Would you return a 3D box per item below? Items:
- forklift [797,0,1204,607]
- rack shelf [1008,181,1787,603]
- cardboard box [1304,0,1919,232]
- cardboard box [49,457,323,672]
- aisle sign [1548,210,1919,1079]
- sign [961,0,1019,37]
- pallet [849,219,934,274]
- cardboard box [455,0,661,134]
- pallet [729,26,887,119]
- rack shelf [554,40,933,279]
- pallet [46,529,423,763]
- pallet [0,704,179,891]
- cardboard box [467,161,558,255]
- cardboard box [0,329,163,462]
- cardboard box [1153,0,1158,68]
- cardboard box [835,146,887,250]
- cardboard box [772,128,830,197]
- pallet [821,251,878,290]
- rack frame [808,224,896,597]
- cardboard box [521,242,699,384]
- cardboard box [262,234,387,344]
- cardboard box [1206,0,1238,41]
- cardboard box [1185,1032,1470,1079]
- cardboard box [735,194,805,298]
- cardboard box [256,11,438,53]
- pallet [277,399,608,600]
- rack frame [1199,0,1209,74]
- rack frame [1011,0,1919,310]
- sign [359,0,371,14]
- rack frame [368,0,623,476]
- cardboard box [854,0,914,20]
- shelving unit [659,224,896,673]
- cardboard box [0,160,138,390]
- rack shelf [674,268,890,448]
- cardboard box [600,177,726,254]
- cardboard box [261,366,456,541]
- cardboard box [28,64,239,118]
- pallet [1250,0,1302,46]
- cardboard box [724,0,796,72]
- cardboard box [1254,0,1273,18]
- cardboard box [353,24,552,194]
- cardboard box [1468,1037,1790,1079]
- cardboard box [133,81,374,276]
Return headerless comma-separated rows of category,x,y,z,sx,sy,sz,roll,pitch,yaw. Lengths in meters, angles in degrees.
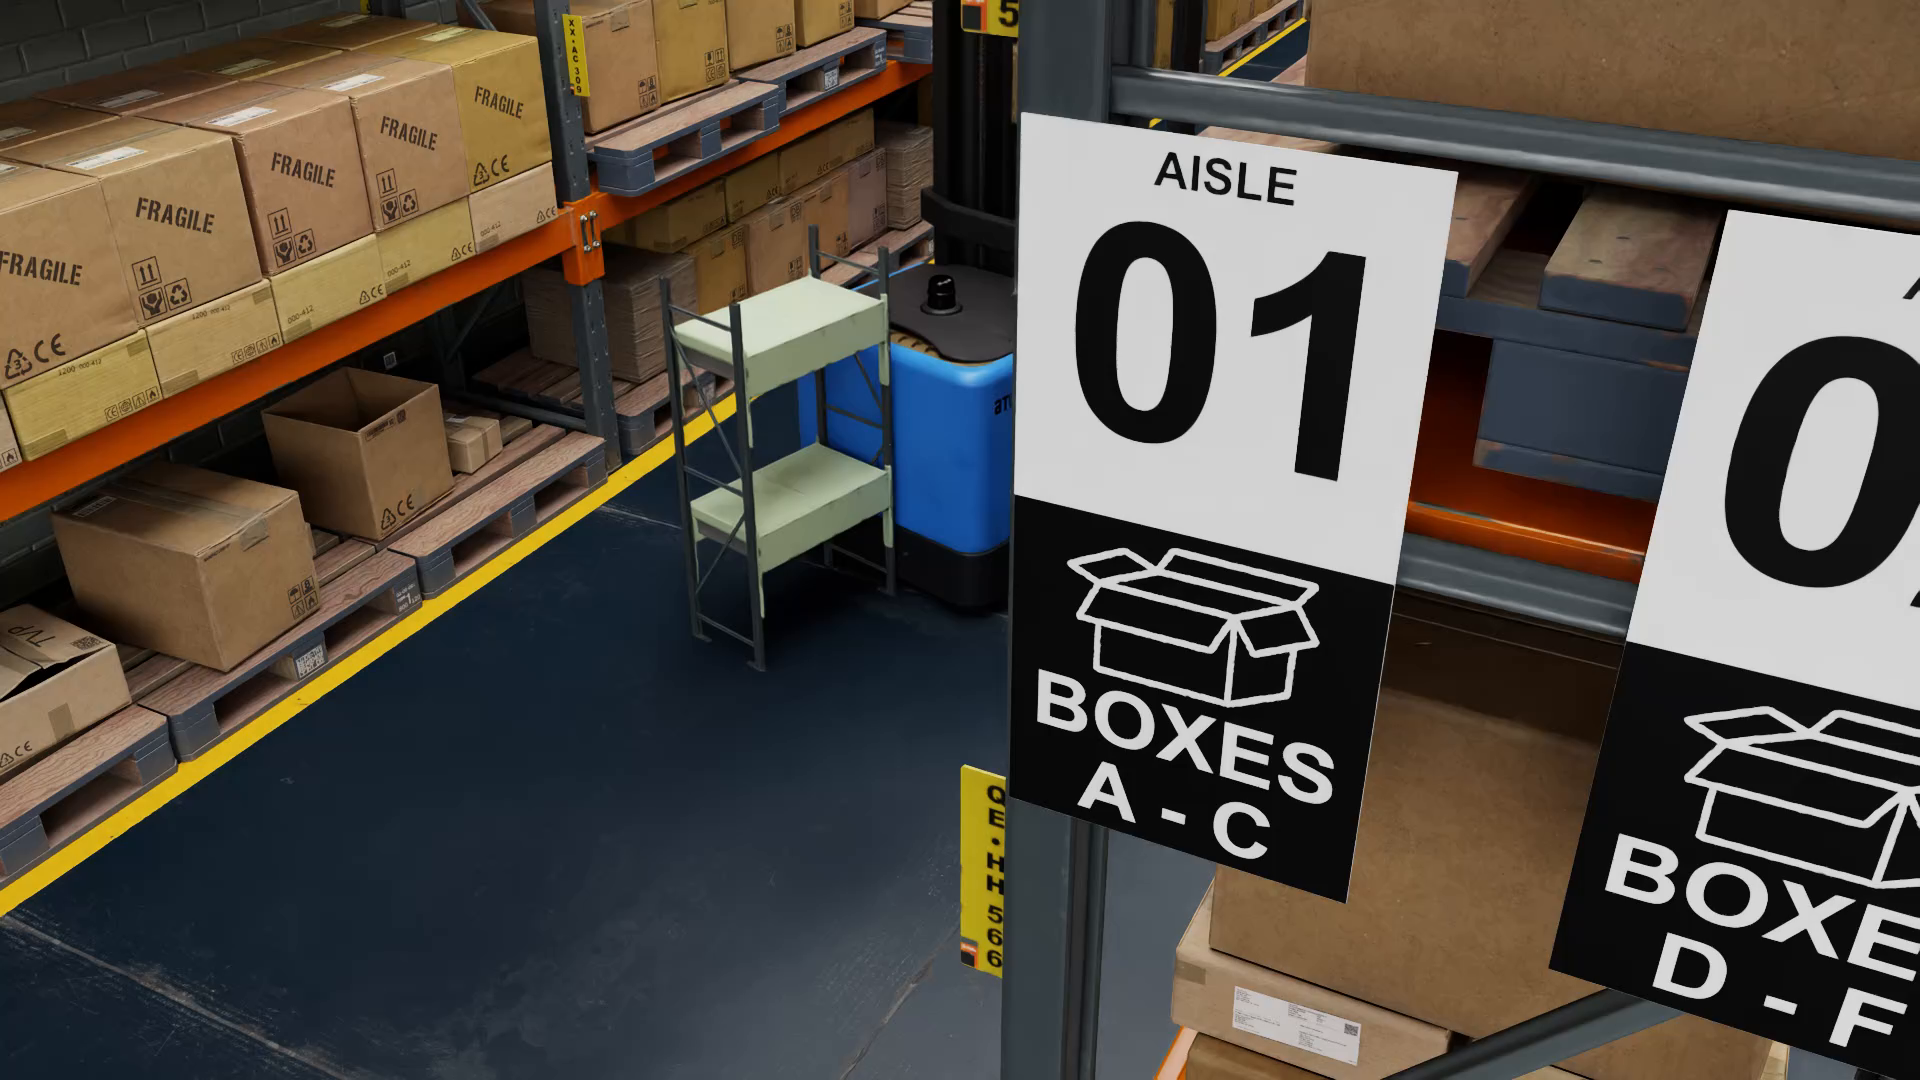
forklift,0.660,-1.659,7.195,1.130,2.935,3.031,23,37,35
rack shelf,1.434,-0.714,3.192,1.077,0.370,4.000,14,33,23
cardboard box,0.789,-0.681,1.745,0.797,0.503,0.637,17,34,27
cardboard box,-2.855,0.079,6.168,0.700,0.500,0.500,12,32,20
aisle sign,0.766,0.133,1.396,0.394,0.787,0.004,14,33,23
sign,0.047,-0.618,1.493,0.100,0.325,0.005,14,33,23
pallet,-0.601,-1.952,10.437,1.003,0.211,1.213,14,33,23
cardboard box,-1.804,-2.186,7.502,0.700,0.500,0.500,14,33,23
pallet,-1.109,-2.537,8.849,1.003,0.211,1.213,14,33,23
rack shelf,-1.155,-2.309,8.981,1.077,0.370,4.000,14,33,23
pallet,-2.895,0.324,6.474,1.003,0.211,1.213,14,33,23
pallet,-3.452,0.863,5.536,1.003,0.211,1.213,14,33,23
cardboard box,-2.012,-1.399,6.804,0.500,0.250,0.500,14,33,23
cardboard box,-2.922,-0.507,5.251,0.500,0.250,0.500,14,33,23
cardboard box,0.996,-3.818,12.624,0.750,0.750,0.750,15,33,25
cardboard box,-0.864,-2.081,9.930,0.700,0.500,0.500,14,33,23
cardboard box,-1.071,-2.141,9.281,0.500,0.250,0.500,14,33,23
pallet,-1.158,-1.413,9.499,1.003,0.211,1.213,14,33,23
rack frame,-0.420,-0.486,6.590,0.400,1.500,0.023,23,37,35
cardboard box,-1.746,-1.171,8.345,0.700,0.500,0.500,15,33,25
cardboard box,-2.462,-0.953,6.029,0.500,0.250,0.500,14,33,23
cardboard box,2.010,-4.687,14.488,0.700,0.500,0.500,15,33,24
cardboard box,0.747,0.914,2.546,0.700,0.500,0.500,14,33,23
cardboard box,-1.286,-1.628,9.142,0.700,0.500,0.500,15,33,24
cardboard box,-2.466,-1.842,6.823,0.500,0.500,0.500,14,33,22
pallet,-2.341,-0.219,7.419,1.003,0.211,1.213,14,33,23
rack frame,1.578,-5.281,13.433,1.000,3.000,0.127,14,33,23
rack frame,0.523,-1.440,0.722,1.000,3.000,0.127,14,33,23
sign,-2.562,-2.360,7.186,0.100,0.325,0.005,14,33,23
rack frame,-2.066,-1.734,7.258,1.000,3.000,0.127,14,33,23
cardboard box,-0.680,-3.277,9.402,0.700,0.500,0.500,11,32,19
shelving unit,-0.661,-0.348,6.351,0.431,1.500,0.755,23,37,35
cardboard box,-2.928,-0.818,5.039,0.500,0.500,0.500,13,32,22
rack shelf,-0.661,-0.687,6.156,0.431,0.370,0.720,23,37,35
cardboard box,-1.548,-1.692,8.500,0.500,0.250,0.500,14,33,22
cardboard box,-2.503,-0.372,6.953,0.500,0.500,0.500,12,32,20
cardboard box,-2.937,-1.394,6.042,0.500,0.500,0.500,15,33,25
pallet,2.549,-4.933,15.629,1.003,0.211,1.213,14,33,23
cardboard box,-1.271,-2.731,8.452,0.700,0.500,0.500,19,35,30
cardboard box,2.478,-5.136,15.270,0.700,0.500,0.500,15,33,24
cardboard box,-2.006,-1.723,6.616,0.500,0.500,0.500,14,33,23
cardboard box,0.894,0.712,2.247,0.380,0.149,0.250,14,33,23
cardboard box,-2.467,-1.280,5.844,0.500,0.500,0.500,13,32,22
